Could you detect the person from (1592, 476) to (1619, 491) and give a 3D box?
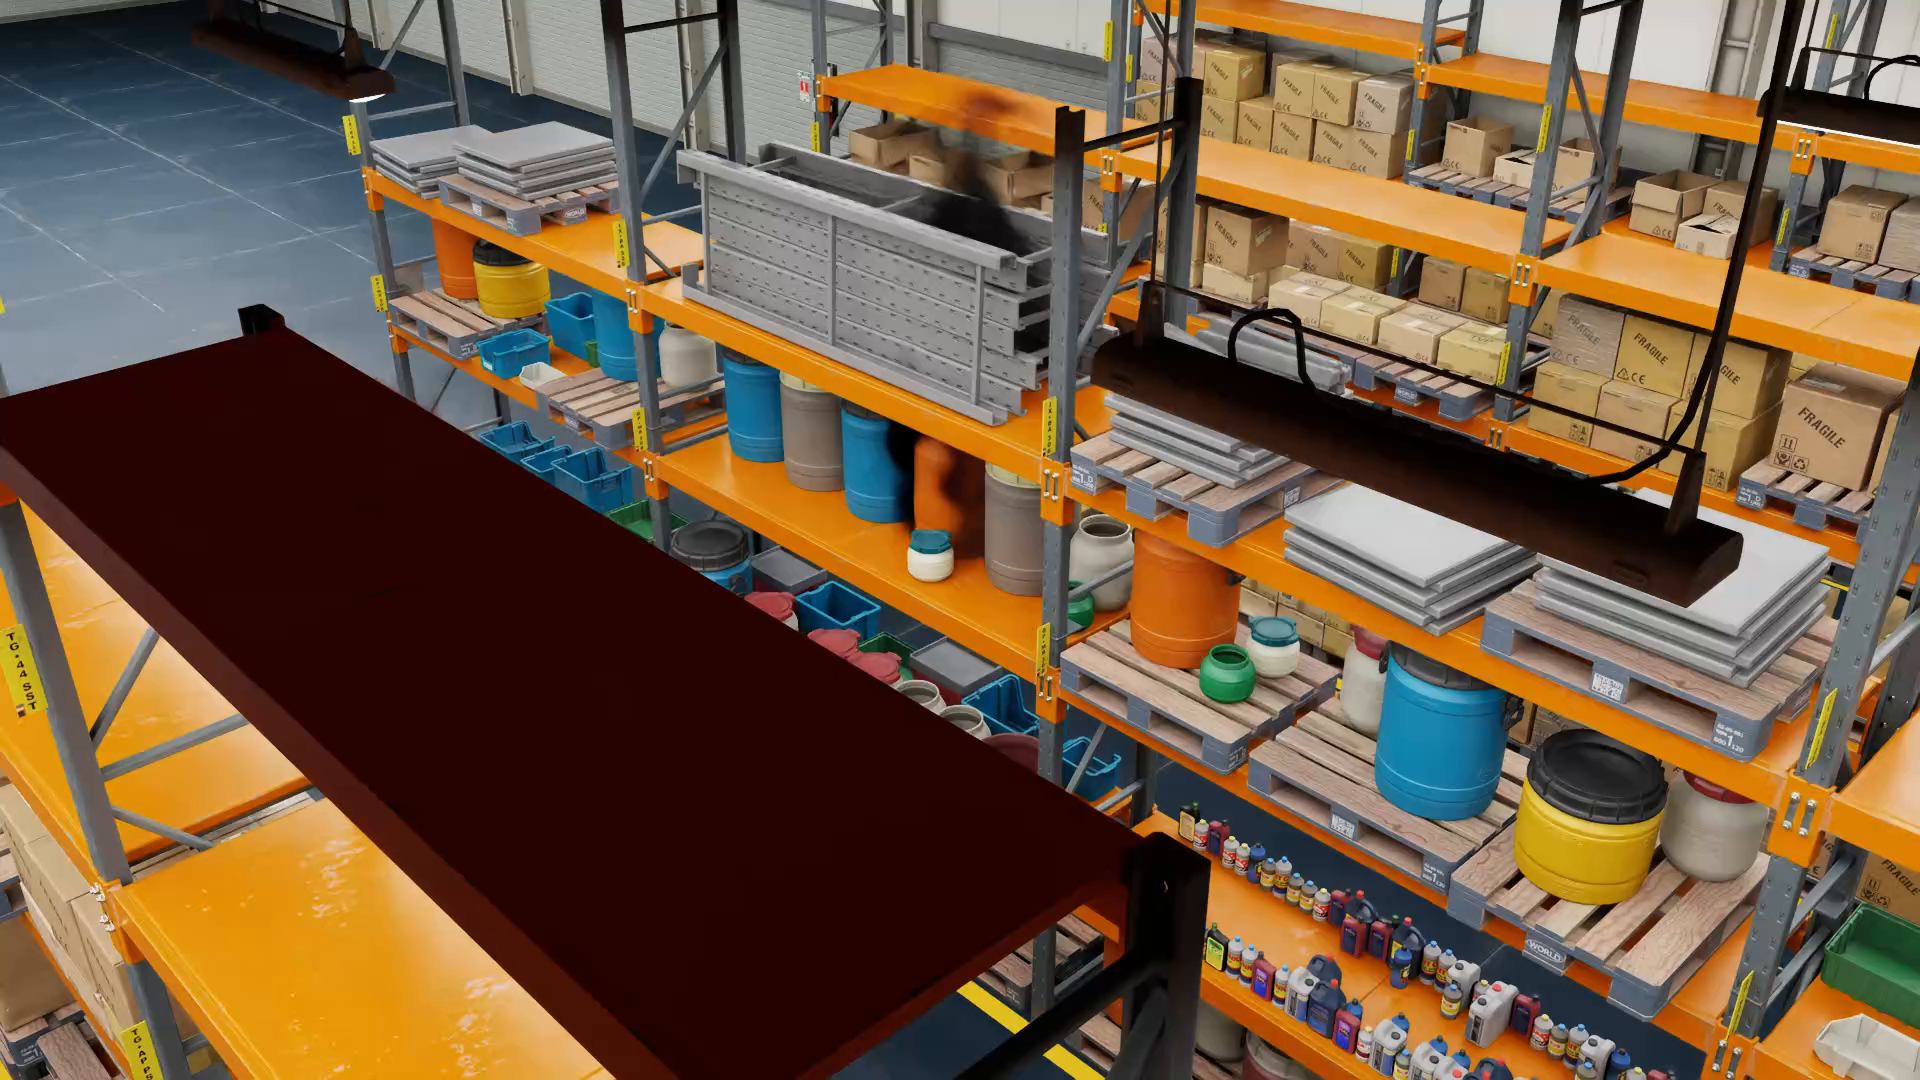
[{"bbox_3d":[5.743,-0.090,15.329,0.599,1.616,0.539,-25,37,-38],"label":"person"}]
